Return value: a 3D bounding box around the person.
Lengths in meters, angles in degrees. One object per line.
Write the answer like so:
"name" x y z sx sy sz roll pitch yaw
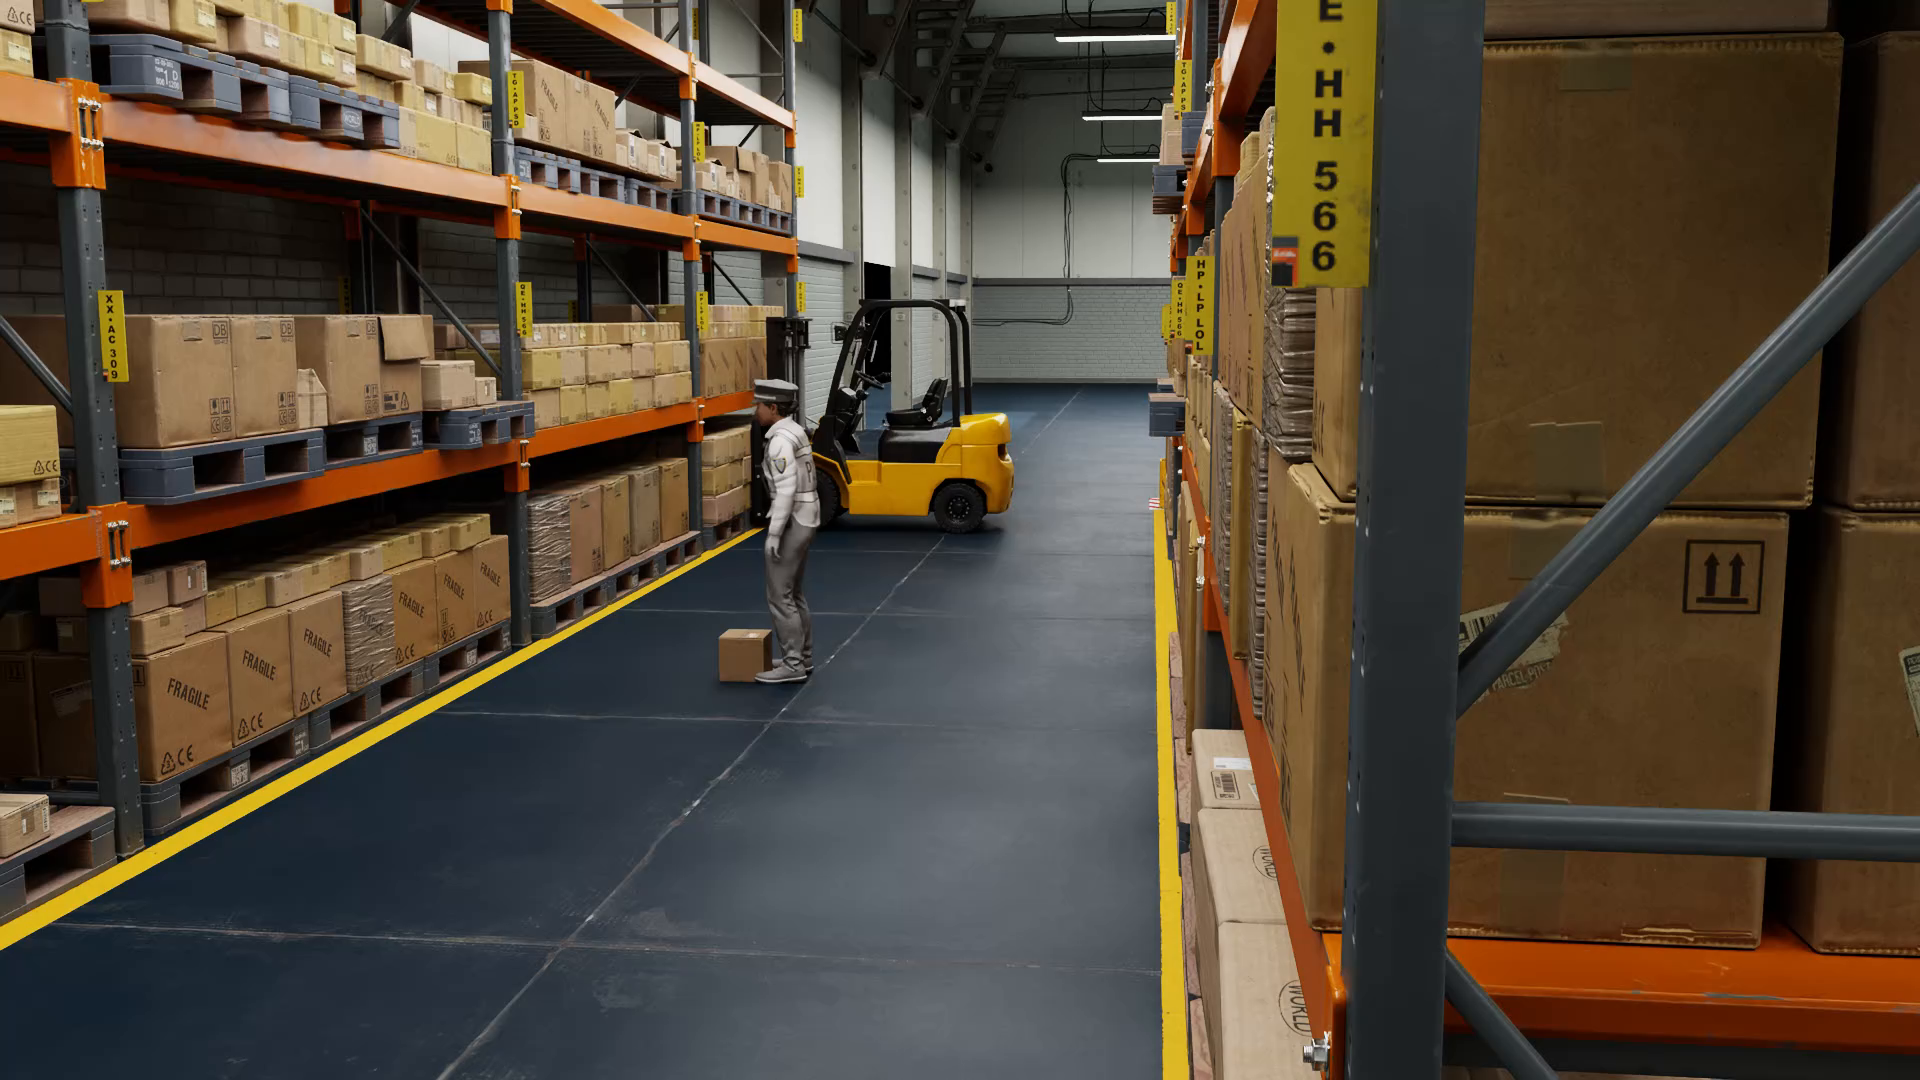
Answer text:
"person" -0.957 -0.053 9.164 0.369 1.667 0.547 0 8 3
